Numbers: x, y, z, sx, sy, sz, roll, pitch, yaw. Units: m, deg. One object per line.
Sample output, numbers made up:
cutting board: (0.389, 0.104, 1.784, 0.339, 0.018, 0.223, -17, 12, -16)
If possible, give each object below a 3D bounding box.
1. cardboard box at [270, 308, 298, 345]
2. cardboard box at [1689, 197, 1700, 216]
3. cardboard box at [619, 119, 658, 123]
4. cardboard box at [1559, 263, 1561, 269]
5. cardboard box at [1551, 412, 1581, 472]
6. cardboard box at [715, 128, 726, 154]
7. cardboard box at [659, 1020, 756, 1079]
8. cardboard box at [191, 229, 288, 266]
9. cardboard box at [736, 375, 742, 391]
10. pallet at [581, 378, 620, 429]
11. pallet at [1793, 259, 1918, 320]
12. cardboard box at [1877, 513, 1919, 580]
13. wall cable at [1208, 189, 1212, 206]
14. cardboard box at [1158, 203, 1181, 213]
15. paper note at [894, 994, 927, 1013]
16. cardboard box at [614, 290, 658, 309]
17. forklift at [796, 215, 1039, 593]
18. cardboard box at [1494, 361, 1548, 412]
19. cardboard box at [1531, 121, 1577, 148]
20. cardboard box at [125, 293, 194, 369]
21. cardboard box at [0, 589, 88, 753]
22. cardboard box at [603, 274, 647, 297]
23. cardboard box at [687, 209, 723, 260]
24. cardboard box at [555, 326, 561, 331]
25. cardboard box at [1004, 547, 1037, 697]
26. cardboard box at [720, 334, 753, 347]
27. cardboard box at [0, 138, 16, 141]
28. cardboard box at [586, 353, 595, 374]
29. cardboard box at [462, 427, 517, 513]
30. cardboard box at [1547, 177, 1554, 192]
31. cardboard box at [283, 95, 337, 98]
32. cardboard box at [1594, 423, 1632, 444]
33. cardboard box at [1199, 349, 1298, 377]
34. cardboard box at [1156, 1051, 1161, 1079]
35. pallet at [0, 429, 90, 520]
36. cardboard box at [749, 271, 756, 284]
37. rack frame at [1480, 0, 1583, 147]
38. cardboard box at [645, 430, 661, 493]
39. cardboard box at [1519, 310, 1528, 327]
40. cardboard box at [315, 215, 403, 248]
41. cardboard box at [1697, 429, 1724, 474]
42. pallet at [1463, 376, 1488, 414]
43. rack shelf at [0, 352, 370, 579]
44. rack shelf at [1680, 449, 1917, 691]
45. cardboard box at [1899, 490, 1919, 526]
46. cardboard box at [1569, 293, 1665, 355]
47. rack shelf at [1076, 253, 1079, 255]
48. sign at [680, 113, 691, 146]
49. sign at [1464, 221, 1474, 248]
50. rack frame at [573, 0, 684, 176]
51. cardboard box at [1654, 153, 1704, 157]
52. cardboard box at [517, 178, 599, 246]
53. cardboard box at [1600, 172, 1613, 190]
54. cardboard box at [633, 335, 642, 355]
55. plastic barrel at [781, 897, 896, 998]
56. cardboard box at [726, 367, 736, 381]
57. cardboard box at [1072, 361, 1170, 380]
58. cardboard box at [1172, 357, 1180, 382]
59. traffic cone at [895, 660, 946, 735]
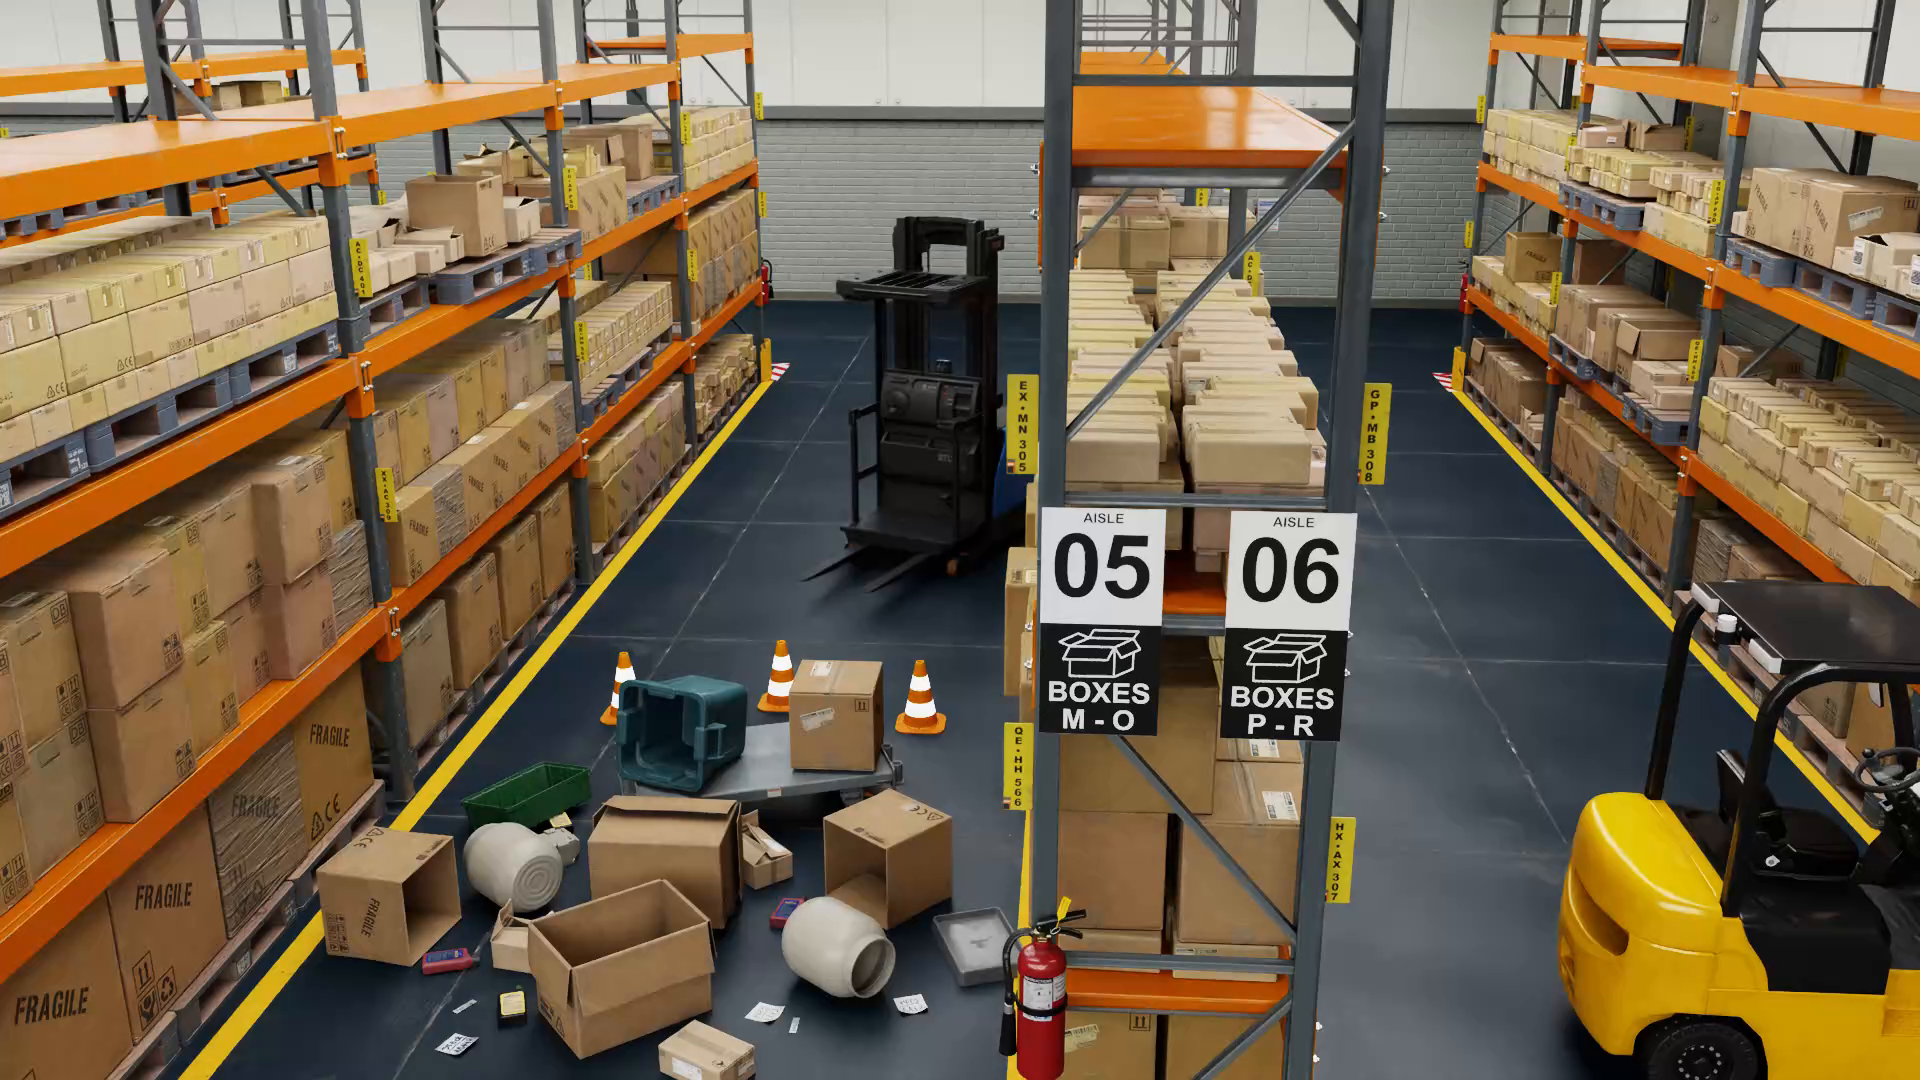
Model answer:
cardboard box: (-3.647, -1.099, 8.539, 0.380, 0.149, 0.250, 2, 18, 5)
cardboard box: (6.145, -2.699, 13.453, 0.380, 0.149, 0.250, 2, 18, 5)
cardboard box: (-3.515, -4.518, 18.202, 0.380, 0.149, 0.250, 1, 18, 2)
cardboard box: (7.044, -3.125, 19.732, 0.500, 0.250, 0.500, 1, 18, 4)
cardboard box: (6.305, -0.988, 16.787, 0.500, 0.500, 0.500, 2, 18, 6)
cardboard box: (-2.947, -4.521, 18.850, 0.500, 0.250, 0.500, 0, 18, 2)
cardboard box: (-1.168, 2.399, 7.690, 0.380, 0.149, 0.250, 12, 22, 32)
cardboard box: (-3.650, -1.480, 8.420, 0.380, 0.149, 0.250, 1, 18, 4)
cardboard box: (-2.857, -1.909, 20.163, 0.380, 0.149, 0.250, 0, 18, 1)
pallet: (-3.674, -1.200, 14.403, 1.213, 0.211, 1.003, 1, 18, 4)
pallet: (6.240, -1.654, 10.967, 1.003, 0.211, 1.213, 2, 18, 6)
cardboard box: (5.771, 0.039, 9.752, 0.500, 0.250, 0.500, 1, 18, 3)
wall cable: (3.696, -5.680, 26.134, 0.588, 1.984, 0.122, 1, 18, 4)
cardboard box: (1.248, -2.167, 12.069, 0.700, 0.500, 0.500, 1, 18, 4)
paper note: (-0.242, 2.288, 8.217, 0.142, 0.019, 0.148, -5, 19, -15)
cardboard box: (-3.205, -2.380, 16.470, 0.380, 0.149, 0.250, 1, 18, 2)
forklift: (-0.357, -1.228, 14.291, 1.130, 2.935, 3.031, 9, 20, 25)
cardboard box: (6.475, -1.761, 19.146, 0.500, 0.500, 0.500, 2, 18, 5)
cardboard box: (6.432, -4.331, 17.794, 0.500, 0.250, 0.500, 2, 18, 5)
cardboard box: (-3.794, -0.940, 7.412, 0.500, 0.250, 0.500, 1, 18, 4)
cardboard box: (-4.179, 0.545, 6.793, 0.875, 0.550, 0.550, 1, 18, 4)
cardboard box: (-3.579, -2.655, 17.898, 0.500, 0.500, 0.500, 1, 18, 4)
cardboard box: (-2.967, -3.426, 18.643, 0.500, 0.500, 0.500, 2, 18, 5)
cardboard box: (-3.929, -1.934, 15.585, 0.380, 0.149, 0.250, 1, 18, 3)
cardboard box: (0.549, 0.351, 7.118, 0.700, 0.500, 0.500, 1, 18, 3)
cardboard box: (-2.830, -2.510, 21.040, 0.380, 0.149, 0.250, 1, 18, 5)
cardboard box: (-8.612, -3.343, 14.984, 0.500, 0.500, 0.500, 2, 18, 7)
cardboard box: (-3.366, -1.519, 14.320, 0.380, 0.149, 0.250, 2, 18, 7)
cardboard box: (-3.489, -0.500, 11.797, 0.500, 0.500, 0.500, 2, 18, 5)
cardboard box: (6.344, -3.705, 17.325, 0.380, 0.149, 0.250, 2, 18, 6)
cardboard box: (-7.969, -5.252, 20.647, 0.700, 0.500, 0.500, 0, 18, 1)
cardboard box: (6.262, -1.006, 15.800, 0.380, 0.149, 0.250, 1, 18, 4)
cardboard box: (1.178, -0.684, 6.826, 0.380, 0.149, 0.250, 2, 18, 5)
cardboard box: (1.086, 2.359, 6.975, 0.500, 0.250, 0.500, 1, 18, 3)
pallet: (-4.149, -0.197, 6.359, 1.003, 0.211, 1.213, 1, 18, 4)
cardboard box: (-2.787, -3.325, 20.984, 0.380, 0.149, 0.250, 1, 18, 4)
rack frame: (6.851, -6.214, 19.763, 1.000, 3.000, 0.127, 1, 18, 4)
cardboard box: (-3.212, -0.768, 16.115, 0.500, 0.500, 0.500, 1, 18, 3)
cardboard box: (6.363, -2.430, 18.252, 0.380, 0.149, 0.250, 1, 18, 3)
cardboard box: (-3.999, -2.005, 11.042, 0.500, 0.311, 0.500, 1, 18, 2)
cardboard box: (6.002, -0.675, 12.734, 0.500, 0.250, 0.500, 1, 18, 4)
pallet: (6.789, -1.767, 20.304, 1.003, 0.211, 1.213, 1, 18, 4)
rack shelf: (-4.049, -0.288, 7.649, 1.077, 0.370, 4.000, 1, 18, 4)
rack shelf: (6.134, 0.084, 11.331, 1.077, 0.370, 4.000, 1, 18, 4)
cardboard box: (5.794, -0.184, 9.791, 0.380, 0.149, 0.250, 1, 18, 3)
cardboard box: (6.269, -2.062, 15.891, 0.700, 0.500, 0.500, 1, 18, 5)
rack shelf: (1.469, -2.693, 14.990, 1.077, 0.370, 4.000, 1, 18, 4)
sign: (-2.778, -4.157, 16.839, 0.100, 0.325, 0.005, 1, 18, 4)
sign: (6.309, -3.787, 20.599, 0.100, 0.325, 0.005, 1, 18, 4)
rack frame: (-3.332, -5.161, 16.548, 1.000, 3.000, 0.127, 1, 18, 4)
cardboard box: (6.626, -3.481, 15.329, 0.380, 0.149, 0.250, 2, 18, 5)
cardboard box: (-3.312, -2.712, 13.731, 0.500, 0.500, 0.500, 1, 18, 4)
cardboard box: (6.075, -3.273, 15.173, 0.380, 0.149, 0.250, 1, 18, 3)
cardboard box: (-3.253, -1.858, 15.831, 0.380, 0.149, 0.250, 2, 18, 6)
plastic barrel: (-0.610, 2.045, 8.329, 0.512, 0.421, 0.421, 17, 25, 41)
cardboard box: (-2.895, -1.966, 19.860, 0.380, 0.149, 0.250, 2, 18, 7)
cardboard box: (0.633, -0.613, 6.608, 0.380, 0.149, 0.250, 1, 18, 4)
cardboard box: (1.169, -0.625, 7.287, 0.500, 0.250, 0.500, 2, 18, 5)
traffic cone: (-0.268, 1.043, 11.324, 0.336, 0.463, 0.334, 1, 18, 4)
